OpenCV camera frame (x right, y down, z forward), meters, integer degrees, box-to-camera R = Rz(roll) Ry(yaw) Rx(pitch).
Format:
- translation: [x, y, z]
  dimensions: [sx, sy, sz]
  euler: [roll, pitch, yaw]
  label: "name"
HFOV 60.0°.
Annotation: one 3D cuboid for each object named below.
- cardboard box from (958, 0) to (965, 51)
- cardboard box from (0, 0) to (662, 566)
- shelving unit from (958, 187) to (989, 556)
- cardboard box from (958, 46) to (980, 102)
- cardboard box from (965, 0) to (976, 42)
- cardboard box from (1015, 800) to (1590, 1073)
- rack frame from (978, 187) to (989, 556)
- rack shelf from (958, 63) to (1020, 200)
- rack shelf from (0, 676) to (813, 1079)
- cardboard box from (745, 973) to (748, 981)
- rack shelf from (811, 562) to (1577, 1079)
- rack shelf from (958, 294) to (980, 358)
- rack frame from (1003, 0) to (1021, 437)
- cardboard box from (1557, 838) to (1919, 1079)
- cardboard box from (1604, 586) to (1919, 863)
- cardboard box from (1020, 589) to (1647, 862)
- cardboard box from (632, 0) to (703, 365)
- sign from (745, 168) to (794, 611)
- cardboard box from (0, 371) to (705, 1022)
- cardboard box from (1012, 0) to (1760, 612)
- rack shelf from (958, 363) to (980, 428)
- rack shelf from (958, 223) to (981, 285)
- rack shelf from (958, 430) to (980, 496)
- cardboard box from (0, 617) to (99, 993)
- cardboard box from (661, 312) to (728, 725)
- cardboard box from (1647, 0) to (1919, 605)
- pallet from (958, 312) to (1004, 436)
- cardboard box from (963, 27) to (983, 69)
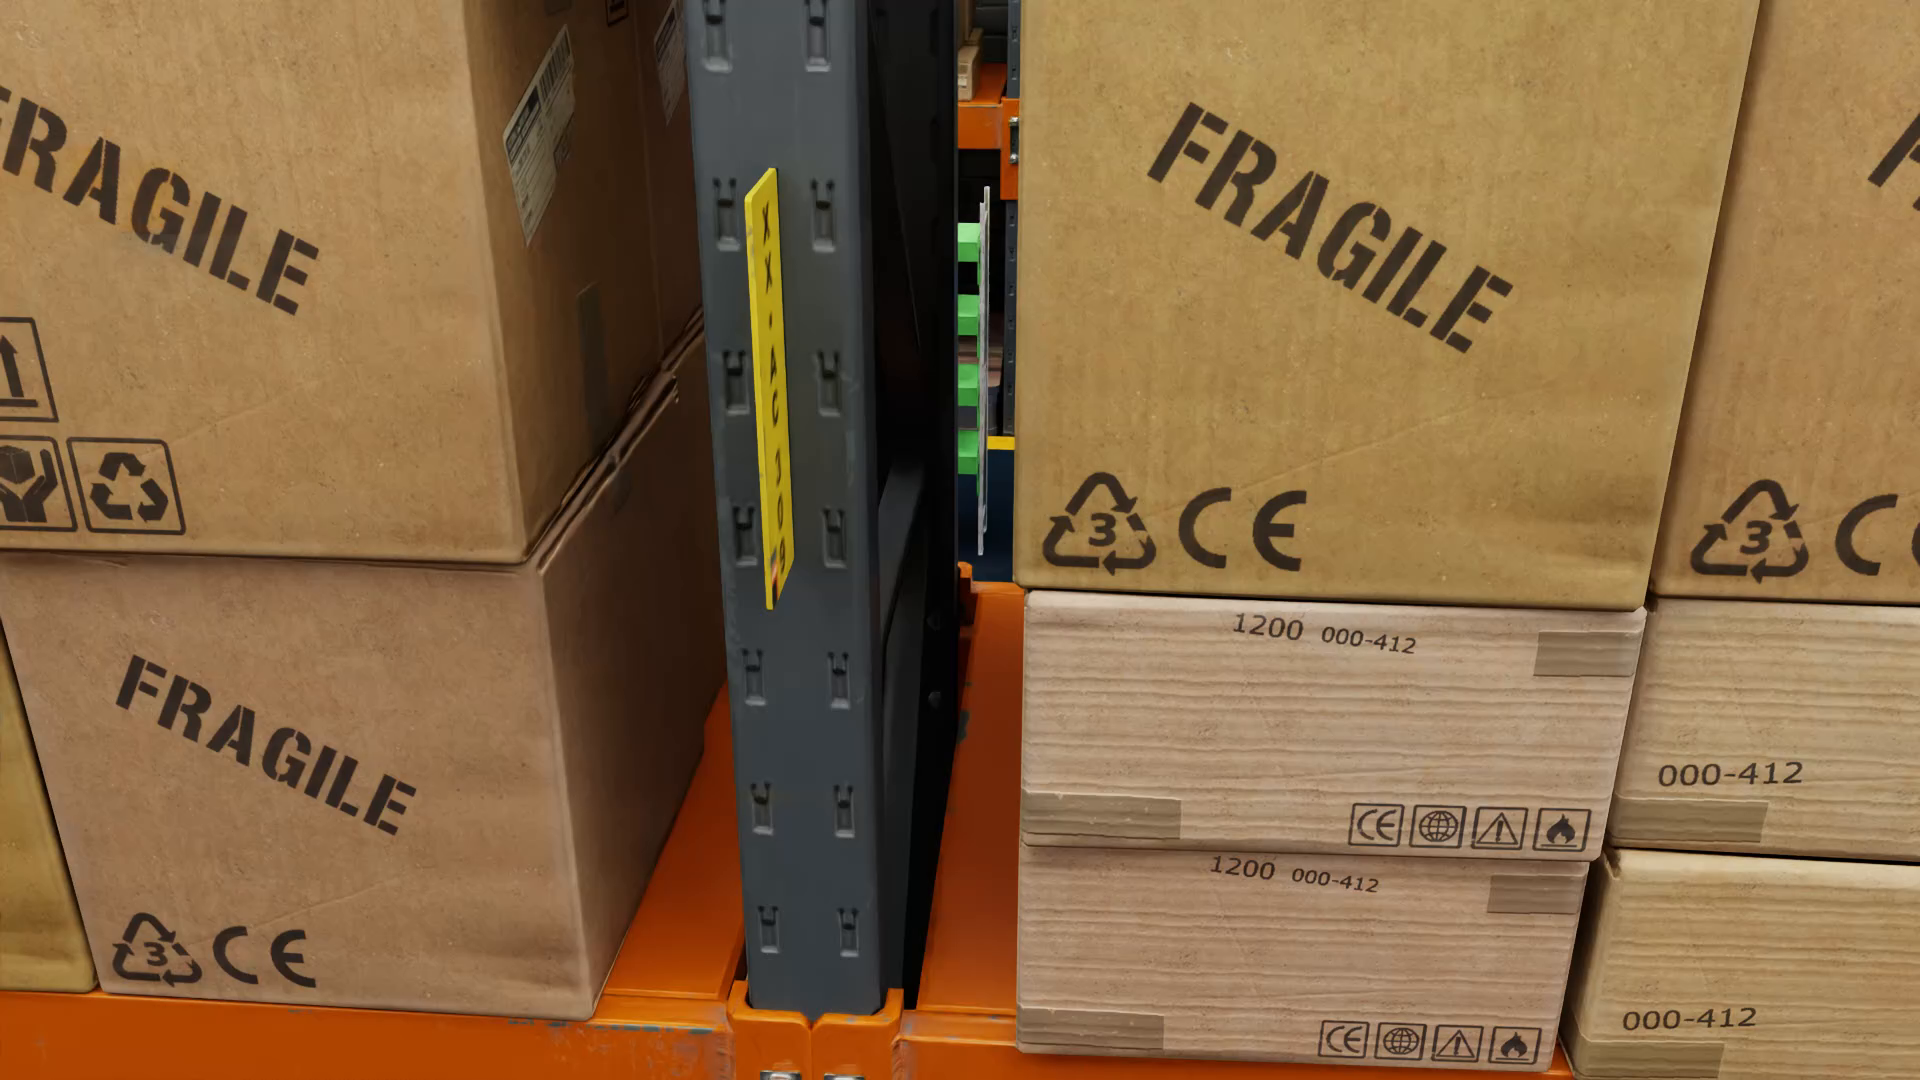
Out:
- translation: [-0.254, -1.965, 6.255]
  dimensions: [0.500, 0.250, 0.500]
  euler: [2, 25, 5]
  label: "cardboard box"
- translation: [-0.595, -0.314, 1.528]
  dimensions: [0.500, 0.500, 0.500]
  euler: [2, 25, 4]
  label: "cardboard box"
- translation: [-0.165, -0.550, 5.511]
  dimensions: [0.503, 1.200, 0.258]
  euler: [2, 25, 4]
  label: "shelving unit"
- translation: [-0.064, -1.774, 6.317]
  dimensions: [0.250, 0.149, 0.380]
  euler: [2, 25, 5]
  label: "cardboard box"
- translation: [-0.200, -2.178, 6.719]
  dimensions: [0.500, 0.250, 0.500]
  euler: [2, 25, 3]
  label: "cardboard box"
- translation: [0.315, 0.278, 1.736]
  dimensions: [0.500, 0.250, 0.500]
  euler: [1, 25, 3]
  label: "cardboard box"
- translation: [0.078, -0.543, 5.494]
  dimensions: [0.015, 1.200, 0.240]
  euler: [2, 25, 4]
  label: "rack frame"
- translation: [-1.721, -1.720, 6.760]
  dimensions: [4.000, 0.370, 1.077]
  euler: [2, 25, 4]
  label: "rack shelf"
- translation: [-2.098, 0.349, 2.264]
  dimensions: [4.000, 0.370, 1.077]
  euler: [2, 25, 4]
  label: "rack shelf"
- translation: [-0.721, 0.994, 2.563]
  dimensions: [0.875, 0.438, 0.875]
  euler: [1, 25, 3]
  label: "cardboard box"
- translation: [1.891, 0.477, 1.986]
  dimensions: [4.000, 0.370, 1.077]
  euler: [2, 25, 4]
  label: "rack shelf"
- translation: [-0.165, -0.710, 5.437]
  dimensions: [0.480, 0.148, 0.258]
  euler: [2, 25, 4]
  label: "rack shelf"
- translation: [0.273, -1.983, 6.471]
  dimensions: [0.127, 3.000, 1.000]
  euler: [2, 25, 4]
  label: "rack frame"
- translation: [0.831, 0.294, 1.702]
  dimensions: [0.500, 0.250, 0.500]
  euler: [1, 25, 3]
  label: "cardboard box"
- translation: [0.836, 0.064, 1.605]
  dimensions: [0.500, 0.250, 0.500]
  euler: [2, 25, 5]
  label: "cardboard box"
- translation: [0.314, 0.059, 1.616]
  dimensions: [0.500, 0.250, 0.500]
  euler: [1, 25, 2]
  label: "cardboard box"
- translation: [-0.560, -0.530, 1.997]
  dimensions: [0.500, 0.500, 0.500]
  euler: [2, 25, 4]
  label: "cardboard box"
- translation: [-0.144, -0.112, 1.274]
  dimensions: [0.005, 0.325, 0.100]
  euler: [2, 25, 4]
  label: "sign"
- translation: [-0.585, 0.132, 1.755]
  dimensions: [0.500, 0.500, 0.500]
  euler: [2, 25, 4]
  label: "cardboard box"
- translation: [0.313, -0.280, 1.454]
  dimensions: [0.500, 0.500, 0.500]
  euler: [2, 25, 5]
  label: "cardboard box"
- translation: [-0.165, -0.492, 5.537]
  dimensions: [0.480, 0.148, 0.258]
  euler: [2, 25, 4]
  label: "rack shelf"
- translation: [-0.165, -0.928, 5.337]
  dimensions: [0.480, 0.148, 0.258]
  euler: [2, 25, 4]
  label: "rack shelf"
- translation: [-0.165, -0.274, 5.638]
  dimensions: [0.480, 0.148, 0.258]
  euler: [2, 25, 4]
  label: "rack shelf"
- translation: [-1.099, 0.118, 1.785]
  dimensions: [0.500, 0.500, 0.500]
  euler: [1, 25, 3]
  label: "cardboard box"
- translation: [-0.551, -0.084, 2.224]
  dimensions: [0.500, 0.500, 0.500]
  euler: [3, 25, 6]
  label: "cardboard box"
- translation: [0.823, -0.275, 1.444]
  dimensions: [0.500, 0.500, 0.500]
  euler: [2, 25, 4]
  label: "cardboard box"
- translation: [-0.412, -0.738, 7.103]
  dimensions: [1.213, 0.211, 1.003]
  euler: [2, 25, 4]
  label: "pallet"
- translation: [-0.042, -1.994, 6.795]
  dimensions: [0.250, 0.149, 0.380]
  euler: [2, 25, 4]
  label: "cardboard box"
